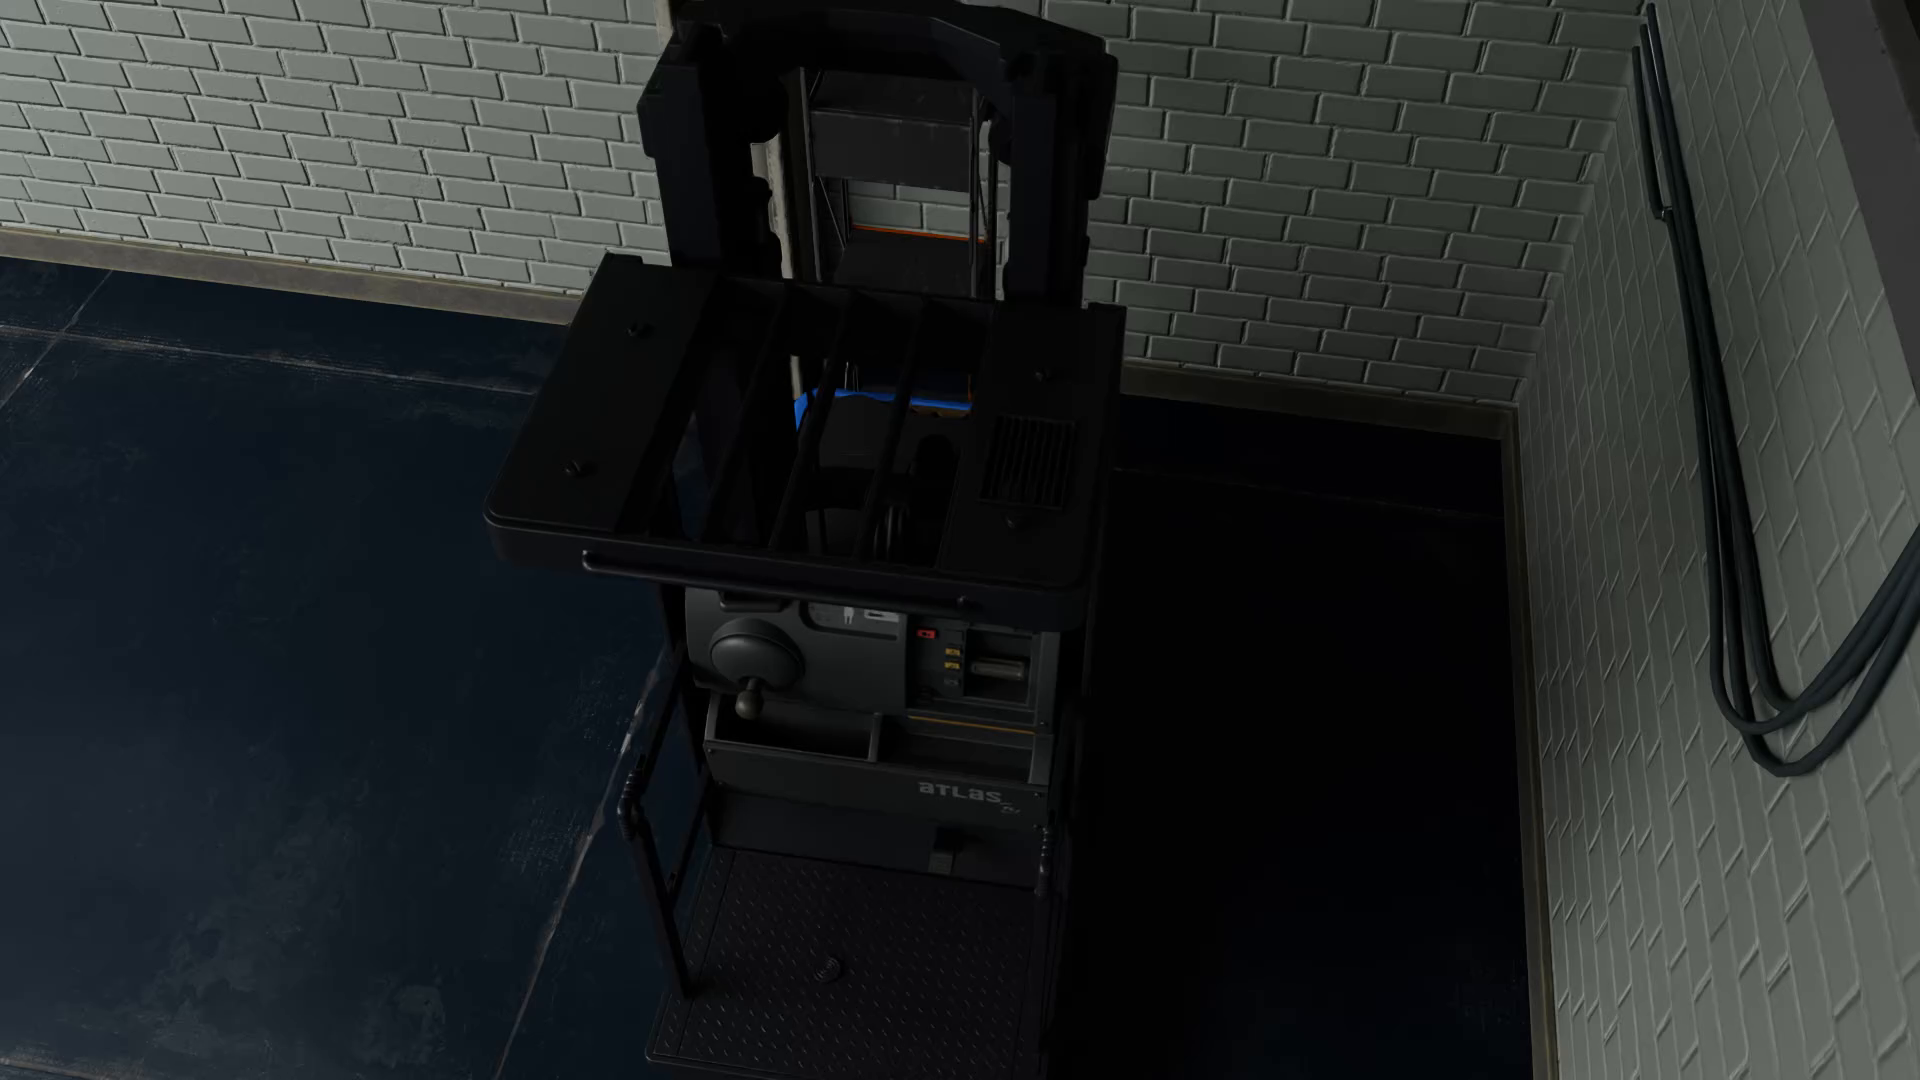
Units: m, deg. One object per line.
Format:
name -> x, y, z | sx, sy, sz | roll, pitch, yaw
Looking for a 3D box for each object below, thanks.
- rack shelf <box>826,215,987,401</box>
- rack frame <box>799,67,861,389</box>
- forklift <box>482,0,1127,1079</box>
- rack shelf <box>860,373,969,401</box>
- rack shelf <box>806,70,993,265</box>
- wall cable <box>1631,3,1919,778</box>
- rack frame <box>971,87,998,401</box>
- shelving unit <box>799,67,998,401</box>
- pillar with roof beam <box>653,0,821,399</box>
rack shelf -> -0.163, -0.715, 5.499 | 0.480, 0.518, 0.431 | 8, 49, 7
rack frame -> -0.403, -0.756, 5.518 | 0.015, 2.100, 0.400 | 8, 49, 7
forklift -> -0.248, 0.380, 3.938 | 1.130, 2.935, 3.031 | 7, 48, 6
rack shelf -> -0.163, -0.247, 6.019 | 0.480, 0.518, 0.431 | 8, 49, 7
rack shelf -> -0.163, -1.182, 4.978 | 0.480, 0.518, 0.431 | 8, 49, 7
wall cable -> 1.867, -1.318, 3.472 | 0.112, 2.526, 3.097 | 8, 49, 7
rack frame -> 0.077, -0.691, 5.460 | 0.015, 2.100, 0.400 | 8, 49, 7
shelving unit -> -0.163, -0.724, 5.489 | 0.503, 2.100, 0.431 | 8, 49, 7
pillar with roof beam -> -1.563, -0.562, 0.706 | 0.400, 9.000, 9.100 | 8, 49, 7
